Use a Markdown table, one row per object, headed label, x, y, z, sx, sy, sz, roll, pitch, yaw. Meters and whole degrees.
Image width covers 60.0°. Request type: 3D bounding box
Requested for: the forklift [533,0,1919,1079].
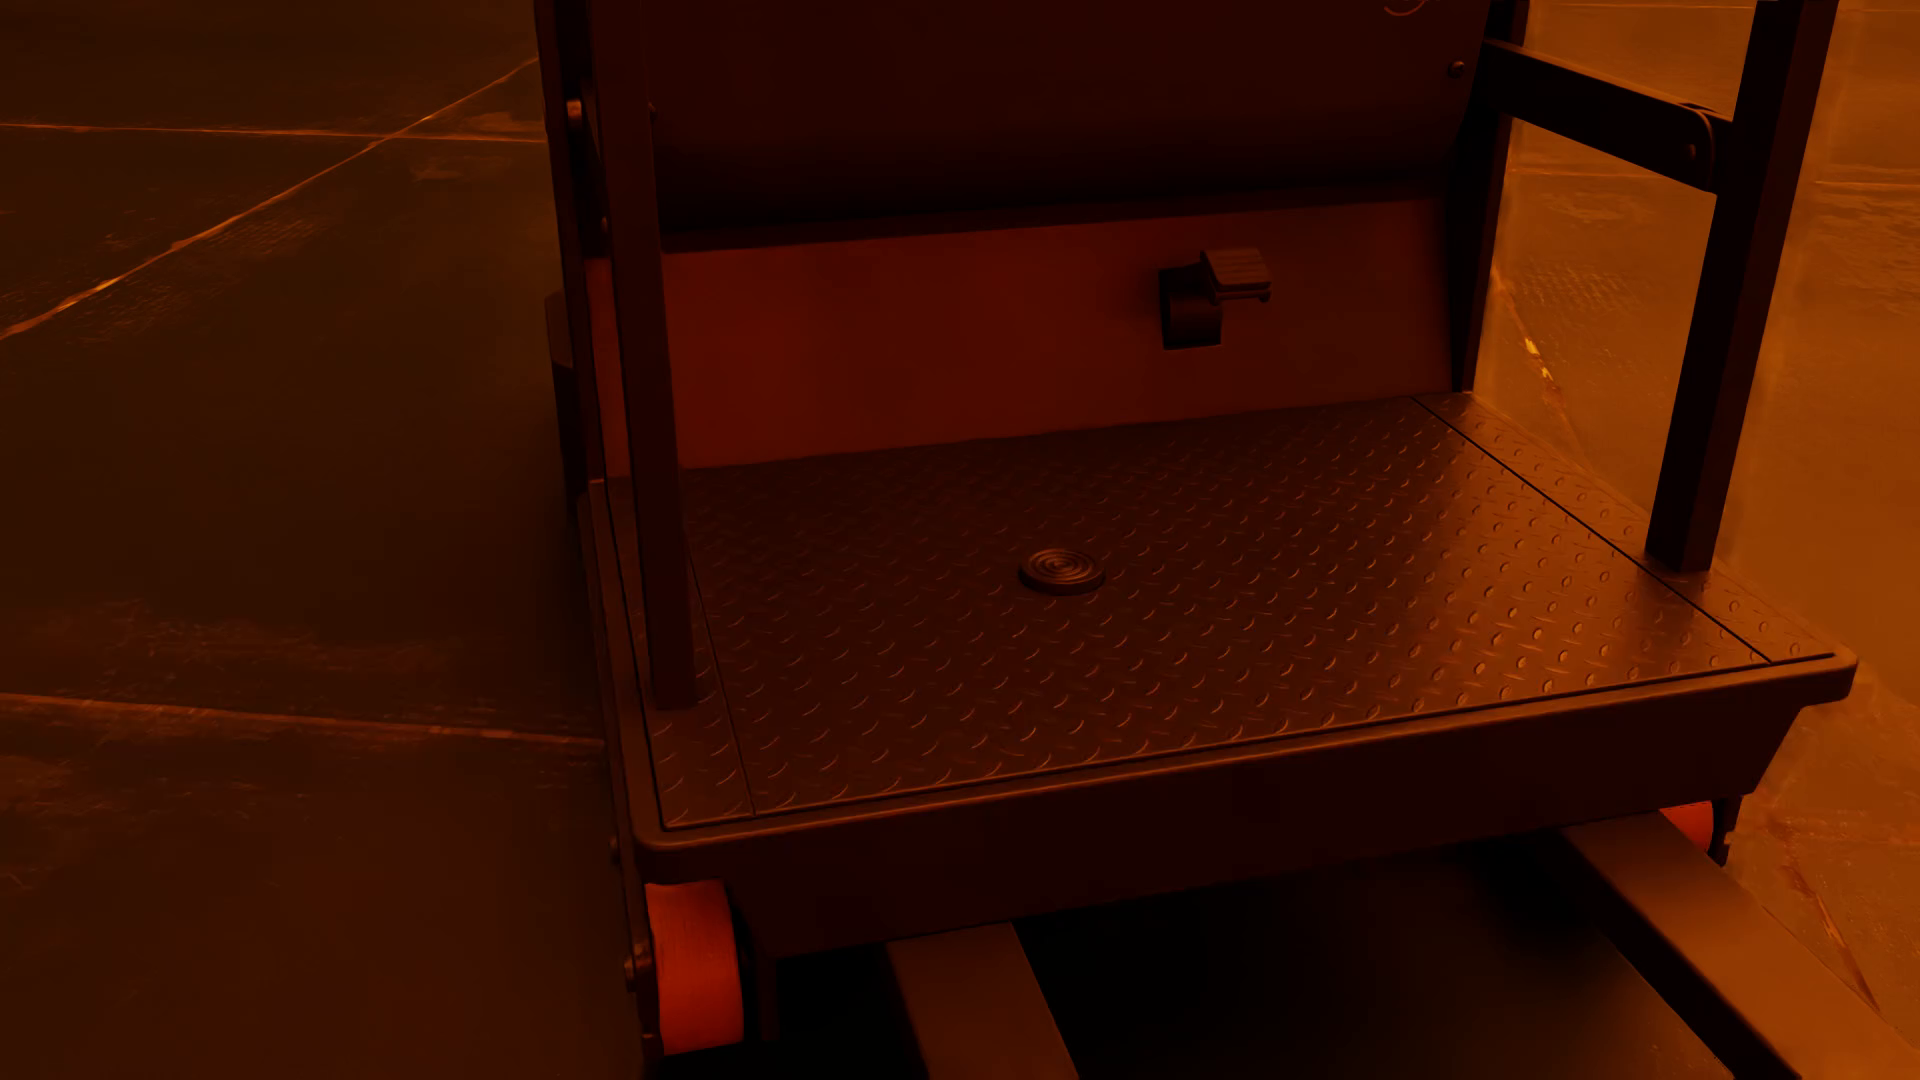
| label | x | y | z | sx | sy | sz | roll | pitch | yaw |
| --- | --- | --- | --- | --- | --- | --- | --- | --- | --- |
| forklift | 0.165 | -1.027 | 1.275 | 1.130 | 2.935 | 3.031 | -7 | 27 | -13 |
